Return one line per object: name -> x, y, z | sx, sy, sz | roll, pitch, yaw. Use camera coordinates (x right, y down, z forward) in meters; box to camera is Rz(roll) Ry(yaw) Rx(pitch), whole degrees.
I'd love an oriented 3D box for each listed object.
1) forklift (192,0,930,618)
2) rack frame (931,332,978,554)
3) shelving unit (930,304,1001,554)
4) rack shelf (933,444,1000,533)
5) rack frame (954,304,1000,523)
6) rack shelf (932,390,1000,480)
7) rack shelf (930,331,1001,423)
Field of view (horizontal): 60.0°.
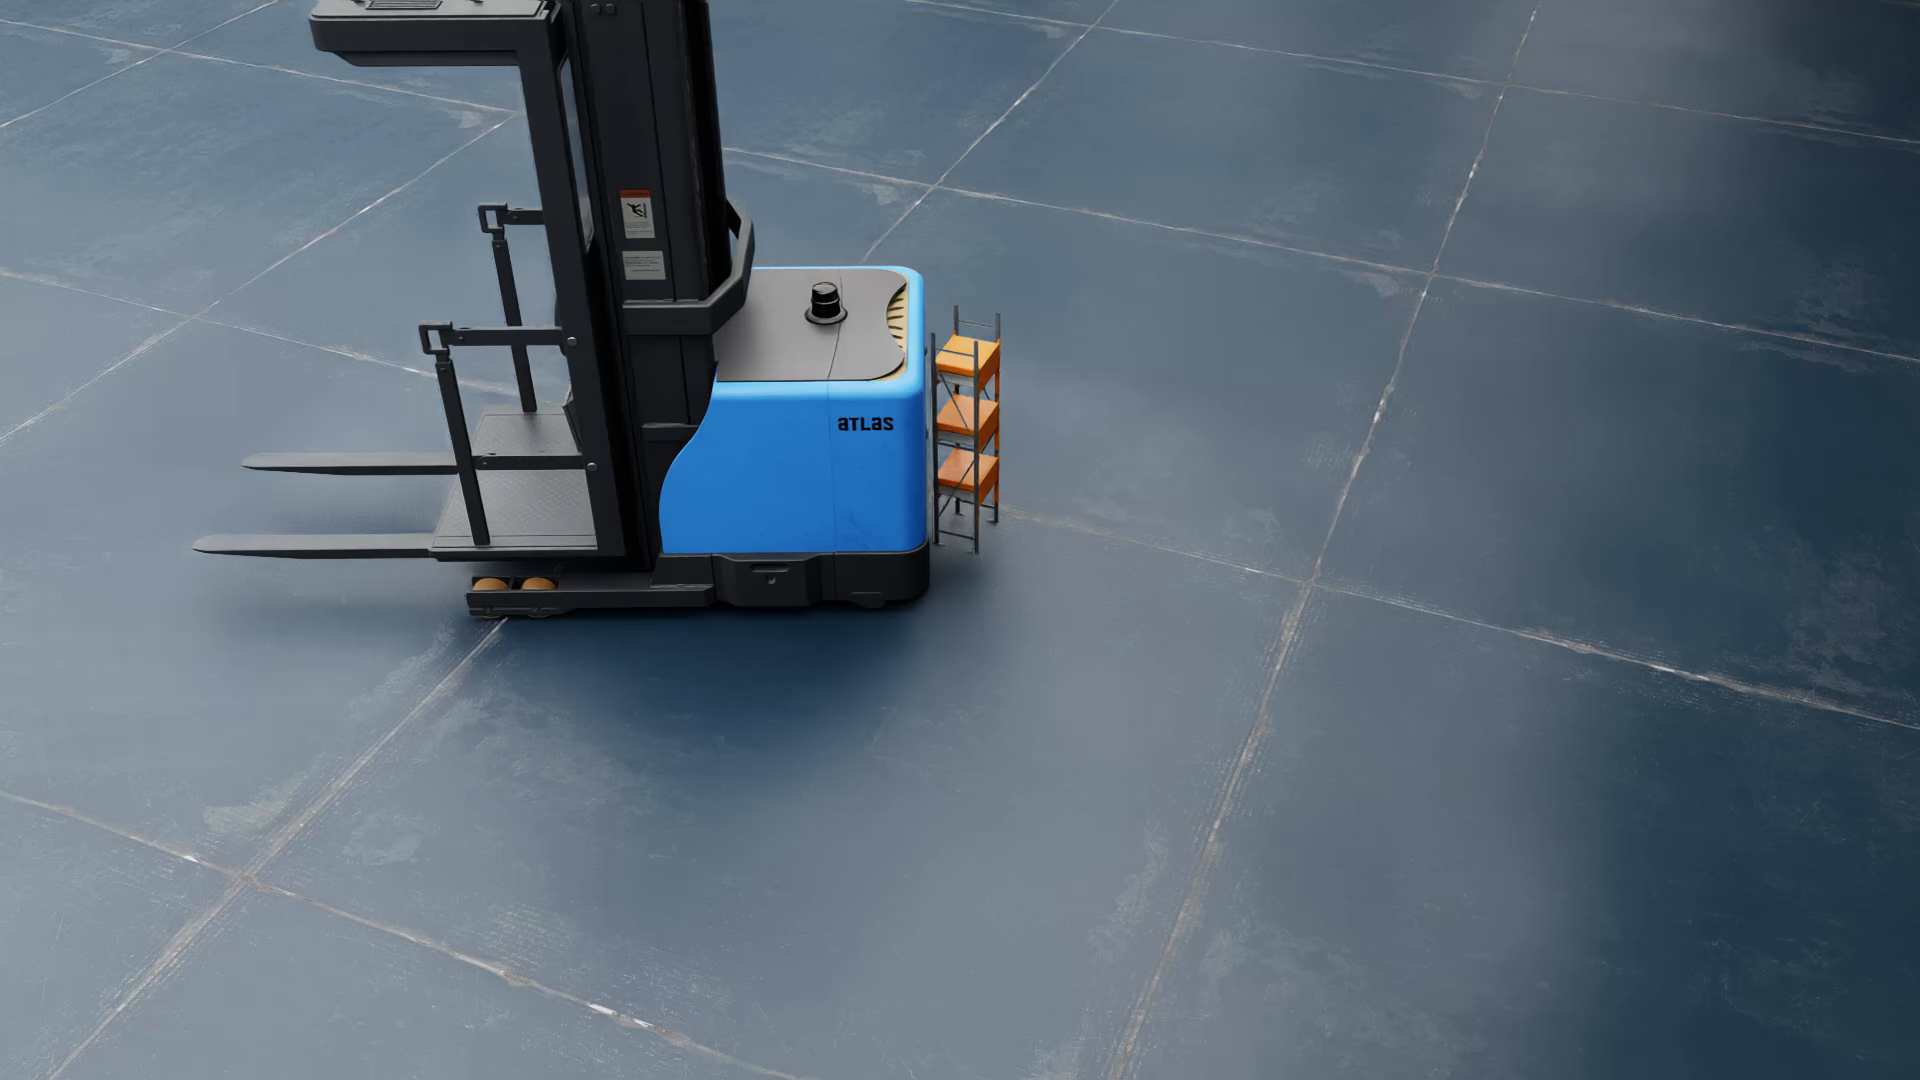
forklift -> -1.647, -1.173, 6.371 | 3.031, 2.935, 1.130 | -1, 37, -1
rack frame -> -0.018, -0.384, 6.885 | 0.200, 1.050, 0.008 | 13, 39, 17
shelving unit -> 0.027, -0.452, 6.976 | 0.215, 1.050, 0.252 | 13, 39, 17
rack shelf -> 0.028, -0.221, 7.149 | 0.215, 0.259, 0.240 | 13, 39, 17
rack frame -> 0.072, -0.520, 7.066 | 0.200, 1.050, 0.008 | 13, 39, 17
rack shelf -> 0.027, -0.443, 6.982 | 0.215, 0.259, 0.240 | 13, 39, 17
rack shelf -> 0.025, -0.670, 6.812 | 0.215, 0.259, 0.240 | 13, 39, 17
